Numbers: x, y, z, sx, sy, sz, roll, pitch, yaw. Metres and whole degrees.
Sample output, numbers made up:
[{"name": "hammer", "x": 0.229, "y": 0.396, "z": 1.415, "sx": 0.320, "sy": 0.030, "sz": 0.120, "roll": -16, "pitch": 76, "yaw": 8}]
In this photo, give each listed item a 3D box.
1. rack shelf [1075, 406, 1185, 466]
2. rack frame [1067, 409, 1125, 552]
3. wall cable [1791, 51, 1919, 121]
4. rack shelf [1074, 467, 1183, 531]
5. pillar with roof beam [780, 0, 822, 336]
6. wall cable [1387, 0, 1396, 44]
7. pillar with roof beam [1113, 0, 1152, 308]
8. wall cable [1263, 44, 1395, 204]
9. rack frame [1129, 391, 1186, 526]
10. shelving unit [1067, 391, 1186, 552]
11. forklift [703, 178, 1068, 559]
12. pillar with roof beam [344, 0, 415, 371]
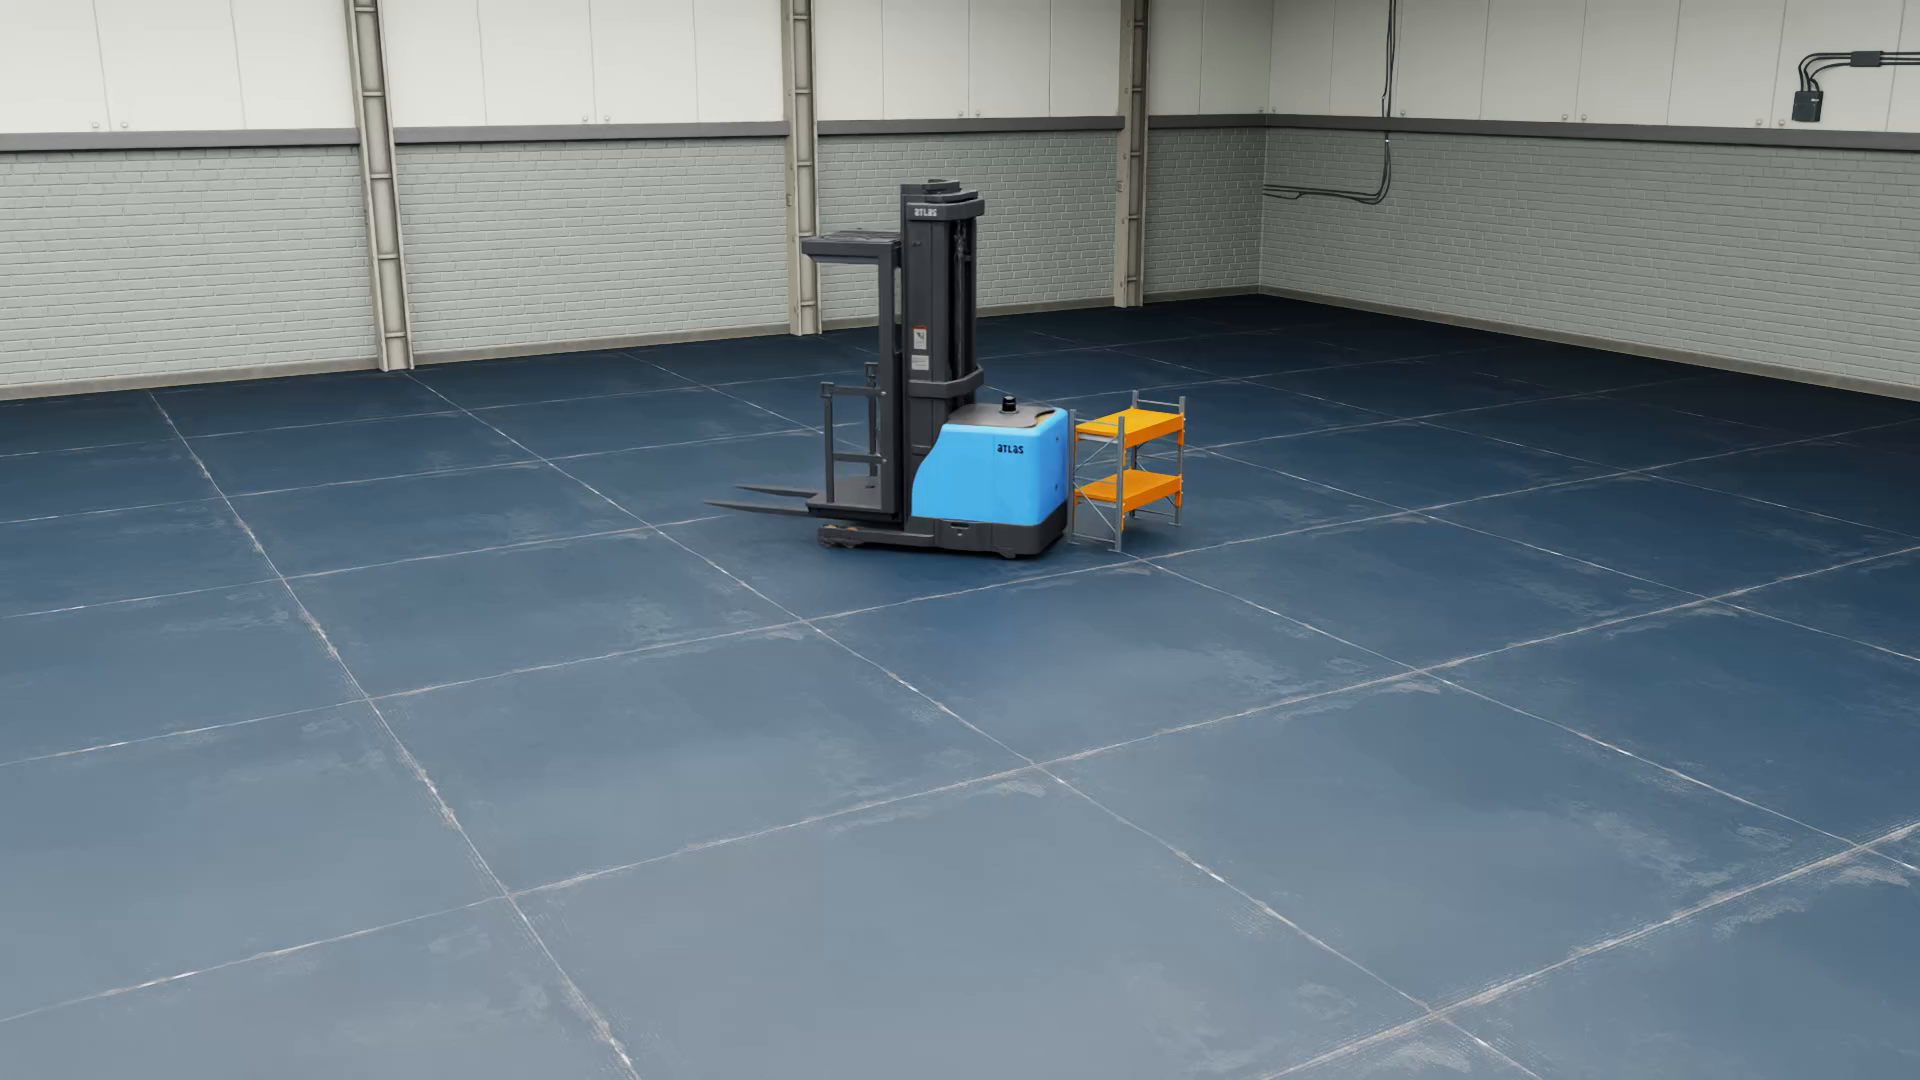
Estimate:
[{"name": "rack shelf", "x": 1.401, "y": -0.875, "z": 13.864, "sx": 0.538, "sy": 0.278, "sz": 1.000, "roll": 11, "pitch": 19, "yaw": 34}, {"name": "rack frame", "x": 1.104, "y": -0.482, "z": 13.546, "sx": 0.500, "sy": 1.125, "sz": 0.032, "roll": 11, "pitch": 19, "yaw": 34}, {"name": "wall cable", "x": 10.907, "y": -7.817, "z": 18.823, "sx": 0.169, "sy": 6.003, "sz": 2.305, "roll": -9, "pitch": 18, "yaw": -30}, {"name": "rack shelf", "x": 1.401, "y": -0.358, "z": 14.009, "sx": 0.538, "sy": 0.278, "sz": 1.000, "roll": 11, "pitch": 19, "yaw": 34}, {"name": "pillar with roof beam", "x": -0.101, "y": -6.444, "z": 20.227, "sx": 0.400, "sy": 9.000, "sz": 9.100, "roll": -9, "pitch": 18, "yaw": -30}, {"name": "wall cable", "x": 7.425, "y": -8.689, "z": 24.630, "sx": 0.112, "sy": 2.526, "sz": 3.097, "roll": -9, "pitch": 18, "yaw": -30}, {"name": "pillar with roof beam", "x": 5.042, "y": -7.278, "z": 23.203, "sx": 0.400, "sy": 9.000, "sz": 9.100, "roll": -9, "pitch": 18, "yaw": -30}, {"name": "wall cable", "x": 6.031, "y": -6.883, "z": 27.545, "sx": 0.112, "sy": 2.526, "sz": 3.097, "roll": -9, "pitch": 18, "yaw": -30}, {"name": "rack frame", "x": 1.697, "y": -0.705, "z": 14.340, "sx": 0.500, "sy": 1.125, "sz": 0.032, "roll": 11, "pitch": 19, "yaw": 34}, {"name": "shelving unit", "x": 1.401, "y": -0.593, "z": 13.943, "sx": 0.538, "sy": 1.125, "sz": 1.048, "roll": 11, "pitch": 19, "yaw": 34}, {"name": "forklift", "x": -0.661, "y": -1.479, "z": 13.754, "sx": 3.031, "sy": 2.935, "sz": 1.130, "roll": 5, "pitch": 16, "yaw": 17}, {"name": "pillar with roof beam", "x": -5.244, "y": -5.610, "z": 17.252, "sx": 0.400, "sy": 9.000, "sz": 9.100, "roll": -9, "pitch": 18, "yaw": -30}]
